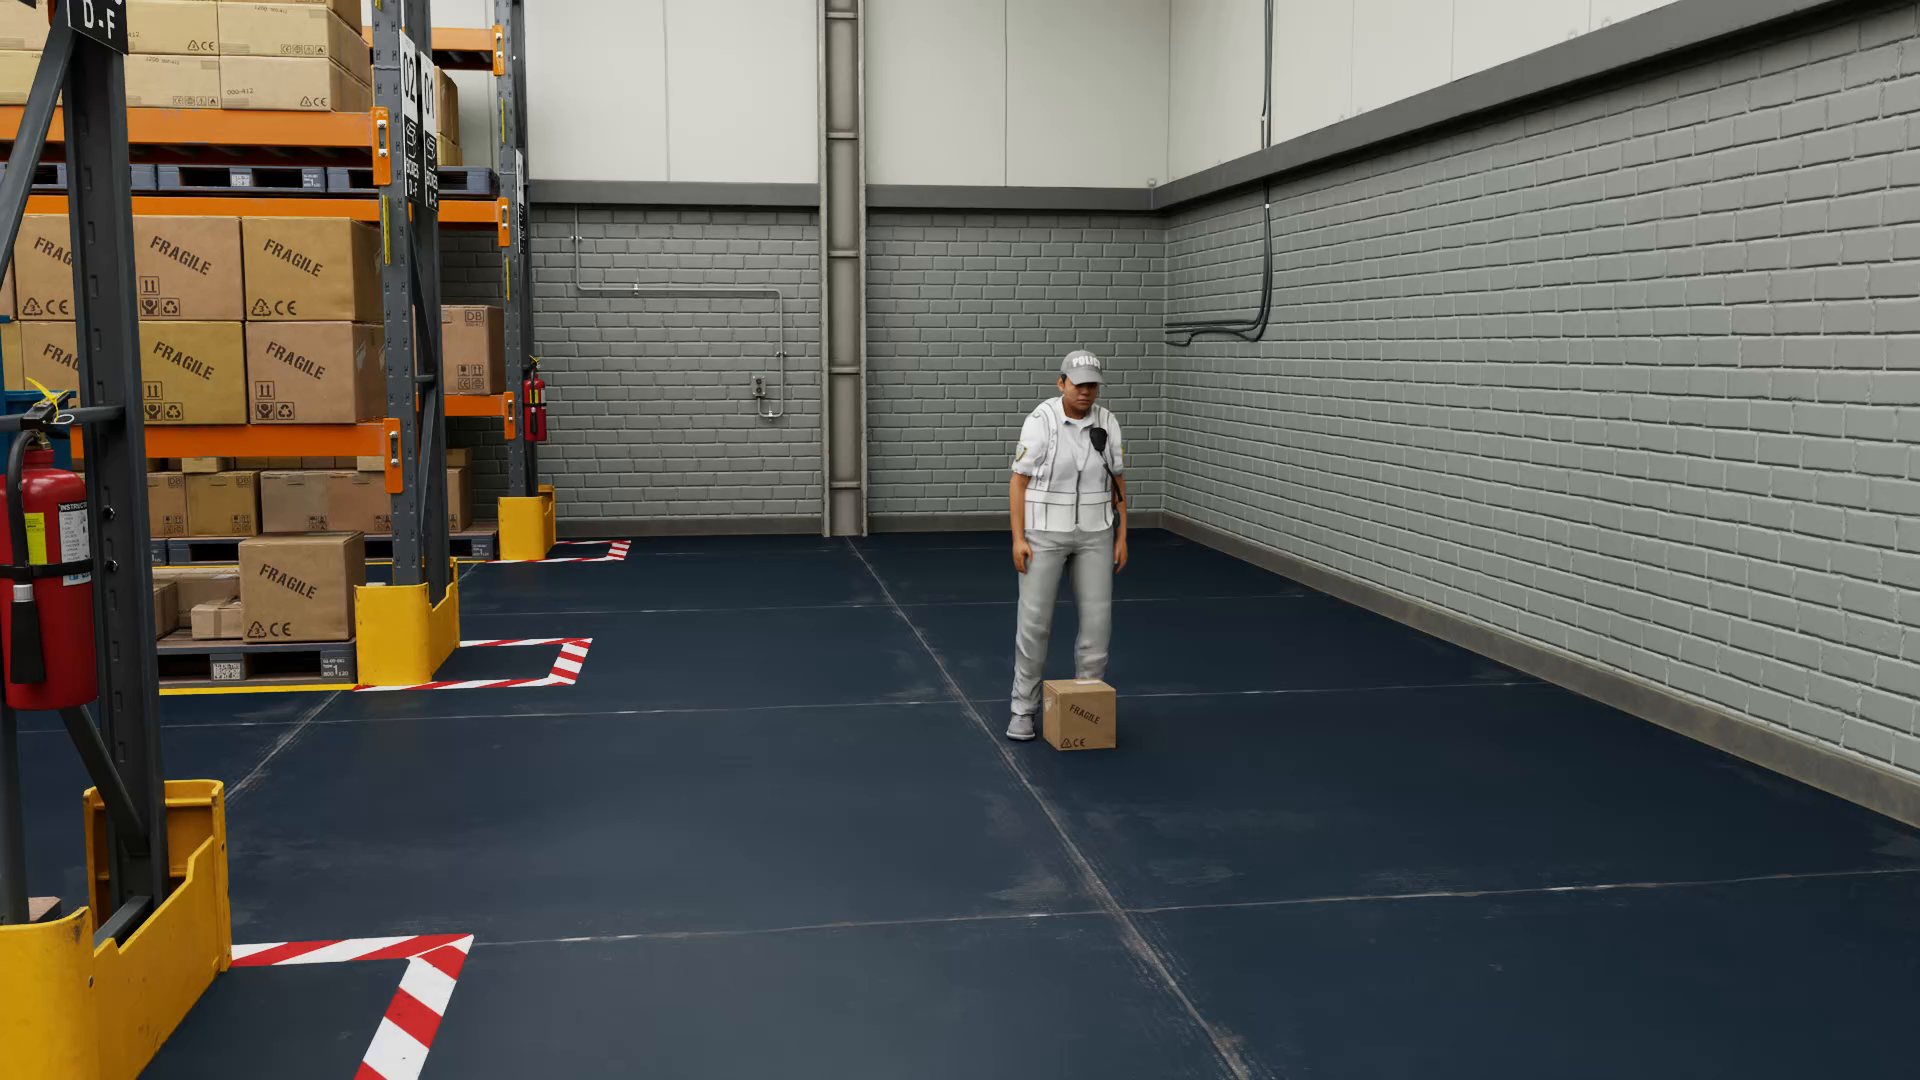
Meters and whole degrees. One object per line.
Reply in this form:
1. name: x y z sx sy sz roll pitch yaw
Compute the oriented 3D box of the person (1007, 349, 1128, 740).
1. person: 0.464 0.013 7.200 0.563 1.666 0.469 -1 7 -12
